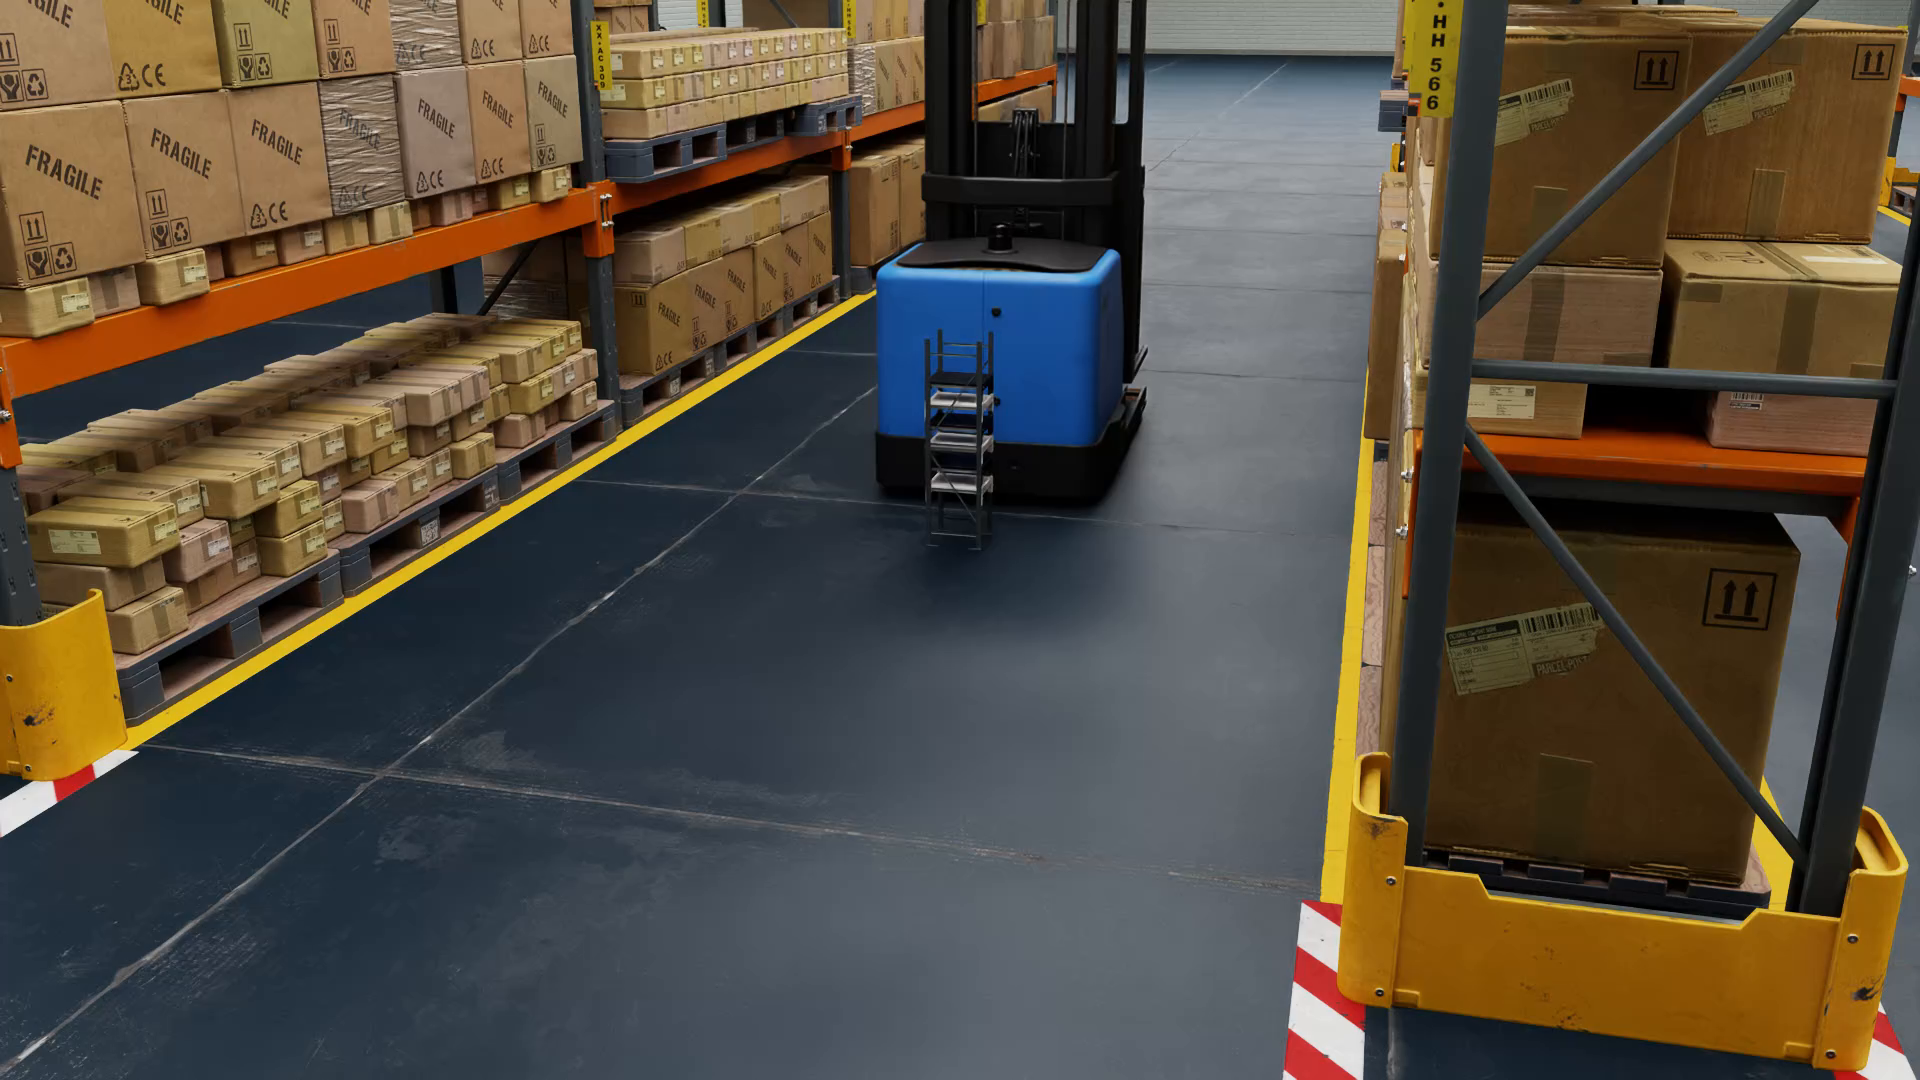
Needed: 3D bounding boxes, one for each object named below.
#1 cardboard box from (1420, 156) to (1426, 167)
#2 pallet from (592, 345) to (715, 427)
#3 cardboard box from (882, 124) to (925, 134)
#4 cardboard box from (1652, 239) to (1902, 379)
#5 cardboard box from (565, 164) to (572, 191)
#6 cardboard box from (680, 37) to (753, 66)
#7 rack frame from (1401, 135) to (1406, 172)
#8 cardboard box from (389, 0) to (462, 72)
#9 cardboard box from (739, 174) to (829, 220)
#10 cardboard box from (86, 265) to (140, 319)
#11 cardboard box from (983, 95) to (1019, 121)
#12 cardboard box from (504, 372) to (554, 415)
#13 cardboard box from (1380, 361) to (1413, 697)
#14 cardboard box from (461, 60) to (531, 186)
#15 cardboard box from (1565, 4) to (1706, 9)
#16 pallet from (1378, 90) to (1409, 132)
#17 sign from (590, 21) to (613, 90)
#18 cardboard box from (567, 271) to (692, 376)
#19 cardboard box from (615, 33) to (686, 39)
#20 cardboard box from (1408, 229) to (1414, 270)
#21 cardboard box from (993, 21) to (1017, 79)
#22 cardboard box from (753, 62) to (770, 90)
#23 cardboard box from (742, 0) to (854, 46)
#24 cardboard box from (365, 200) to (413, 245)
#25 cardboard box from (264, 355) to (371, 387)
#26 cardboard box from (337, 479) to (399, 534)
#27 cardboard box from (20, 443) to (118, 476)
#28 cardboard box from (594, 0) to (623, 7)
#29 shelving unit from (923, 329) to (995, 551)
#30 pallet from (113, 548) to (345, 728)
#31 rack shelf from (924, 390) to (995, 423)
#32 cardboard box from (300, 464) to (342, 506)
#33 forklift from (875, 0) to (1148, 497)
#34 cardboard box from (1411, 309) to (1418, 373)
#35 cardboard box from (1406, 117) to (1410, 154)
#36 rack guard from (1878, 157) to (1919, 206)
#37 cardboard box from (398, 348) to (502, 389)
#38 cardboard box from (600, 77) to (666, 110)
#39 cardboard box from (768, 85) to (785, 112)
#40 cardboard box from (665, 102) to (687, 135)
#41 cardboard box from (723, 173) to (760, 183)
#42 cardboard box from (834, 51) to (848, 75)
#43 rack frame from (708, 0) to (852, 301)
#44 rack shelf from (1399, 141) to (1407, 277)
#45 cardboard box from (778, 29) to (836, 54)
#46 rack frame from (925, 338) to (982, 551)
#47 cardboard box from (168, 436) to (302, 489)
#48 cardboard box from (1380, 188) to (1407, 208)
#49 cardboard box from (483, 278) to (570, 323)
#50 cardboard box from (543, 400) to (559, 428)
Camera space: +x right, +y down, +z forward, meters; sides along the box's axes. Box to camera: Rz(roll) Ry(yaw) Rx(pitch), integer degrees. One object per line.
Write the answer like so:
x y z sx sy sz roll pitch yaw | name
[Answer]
1.874 -1.213 5.871 0.500 0.250 0.500 5 20 15 | cardboard box
-2.105 -0.936 9.603 1.003 0.211 1.213 5 19 13 | pallet
-0.404 -3.452 15.484 1.050 0.750 0.750 5 19 13 | cardboard box
1.892 -0.534 3.881 0.500 0.250 0.500 4 19 12 | cardboard box
-2.137 -1.785 8.162 0.380 0.149 0.250 4 19 13 | cardboard box
-1.437 -2.866 9.756 0.380 0.149 0.250 5 20 15 | cardboard box
4.445 -4.096 14.539 1.000 3.000 0.127 5 19 13 | rack frame
-2.407 -2.183 6.775 0.500 0.500 0.500 5 20 15 | cardboard box
-1.230 -2.401 11.635 0.500 0.250 0.500 4 19 12 | cardboard box
-2.853 -0.798 5.272 0.380 0.149 0.250 5 20 15 | cardboard box
0.098 -4.187 17.443 0.875 0.875 0.875 5 19 14 | cardboard box
-2.165 -0.707 7.918 0.380 0.149 0.250 4 19 11 | cardboard box
1.814 -0.020 5.244 0.875 0.875 0.875 5 19 13 | cardboard box
-2.267 -1.863 7.388 0.500 0.500 0.500 4 19 12 | cardboard box
2.638 -1.848 6.569 0.500 0.500 0.500 5 20 15 | cardboard box
3.539 -2.983 11.578 1.213 0.211 1.003 5 19 13 | pallet
-1.766 -2.381 8.179 0.100 0.325 0.005 5 19 13 | sign
-1.857 -1.238 9.390 0.500 0.500 0.500 5 20 16 | cardboard box
-1.937 -3.085 10.399 0.380 0.149 0.250 5 20 15 | cardboard box
1.780 -0.997 5.854 0.380 0.149 0.250 5 19 14 | cardboard box
0.097 -5.041 17.074 0.875 0.550 0.550 5 19 13 | cardboard box
-1.372 -2.810 10.053 0.380 0.149 0.250 4 19 12 | cardboard box
-1.198 -3.926 12.340 0.700 0.500 0.500 5 19 13 | cardboard box
-2.449 -1.289 6.710 0.380 0.149 0.250 5 19 14 | cardboard box
-2.901 -0.730 7.524 0.380 0.149 0.250 5 20 15 | cardboard box
-2.511 -0.144 6.729 0.380 0.149 0.250 4 19 11 | cardboard box
-3.331 -0.241 6.092 0.380 0.149 0.250 4 19 12 | cardboard box
-4.256 -6.290 18.801 0.700 0.500 0.500 4 19 13 | cardboard box
-0.002 -0.423 7.035 0.258 0.900 0.210 5 19 13 | shelving unit
-3.020 0.286 6.024 1.003 0.211 1.213 5 19 13 | pallet
-0.002 -0.562 6.987 0.258 0.077 0.200 5 19 13 | rack shelf
-2.658 -0.220 6.492 0.380 0.149 0.250 4 19 11 | cardboard box
0.416 -2.018 8.562 1.130 2.935 3.031 4 19 11 | forklift
1.406 -0.514 4.441 0.380 0.149 0.250 5 19 14 | cardboard box
2.840 -2.436 9.524 0.500 0.500 0.500 4 19 12 | cardboard box
10.252 -3.748 17.388 1.175 0.500 0.348 5 19 13 | rack guard
-2.346 -0.774 7.654 0.380 0.149 0.250 5 20 15 | cardboard box
-1.752 -2.320 8.617 0.380 0.149 0.250 5 19 14 | cardboard box
-1.310 -2.753 10.346 0.380 0.149 0.250 5 20 15 | cardboard box
-1.690 -2.266 8.921 0.380 0.149 0.250 5 19 14 | cardboard box
-1.720 -2.439 11.746 0.500 0.250 0.500 4 19 11 | cardboard box
-0.996 -3.295 11.474 0.380 0.149 0.250 5 20 15 | cardboard box
-1.317 -3.266 12.108 1.000 3.000 0.127 5 19 13 | rack frame
2.979 -1.875 9.149 1.077 0.370 4.000 5 19 13 | rack shelf
-1.056 -3.359 11.199 0.380 0.149 0.250 4 19 13 | cardboard box
-0.027 -0.391 6.941 0.240 0.900 0.006 5 19 13 | rack frame
-2.697 -0.276 6.195 0.380 0.149 0.250 4 19 11 | cardboard box
3.054 -1.542 9.699 1.225 0.875 0.875 5 19 14 | cardboard box
-2.358 -1.280 9.511 0.500 0.500 0.500 4 19 12 | cardboard box
-2.204 -0.637 8.172 0.380 0.149 0.250 5 20 15 | cardboard box
